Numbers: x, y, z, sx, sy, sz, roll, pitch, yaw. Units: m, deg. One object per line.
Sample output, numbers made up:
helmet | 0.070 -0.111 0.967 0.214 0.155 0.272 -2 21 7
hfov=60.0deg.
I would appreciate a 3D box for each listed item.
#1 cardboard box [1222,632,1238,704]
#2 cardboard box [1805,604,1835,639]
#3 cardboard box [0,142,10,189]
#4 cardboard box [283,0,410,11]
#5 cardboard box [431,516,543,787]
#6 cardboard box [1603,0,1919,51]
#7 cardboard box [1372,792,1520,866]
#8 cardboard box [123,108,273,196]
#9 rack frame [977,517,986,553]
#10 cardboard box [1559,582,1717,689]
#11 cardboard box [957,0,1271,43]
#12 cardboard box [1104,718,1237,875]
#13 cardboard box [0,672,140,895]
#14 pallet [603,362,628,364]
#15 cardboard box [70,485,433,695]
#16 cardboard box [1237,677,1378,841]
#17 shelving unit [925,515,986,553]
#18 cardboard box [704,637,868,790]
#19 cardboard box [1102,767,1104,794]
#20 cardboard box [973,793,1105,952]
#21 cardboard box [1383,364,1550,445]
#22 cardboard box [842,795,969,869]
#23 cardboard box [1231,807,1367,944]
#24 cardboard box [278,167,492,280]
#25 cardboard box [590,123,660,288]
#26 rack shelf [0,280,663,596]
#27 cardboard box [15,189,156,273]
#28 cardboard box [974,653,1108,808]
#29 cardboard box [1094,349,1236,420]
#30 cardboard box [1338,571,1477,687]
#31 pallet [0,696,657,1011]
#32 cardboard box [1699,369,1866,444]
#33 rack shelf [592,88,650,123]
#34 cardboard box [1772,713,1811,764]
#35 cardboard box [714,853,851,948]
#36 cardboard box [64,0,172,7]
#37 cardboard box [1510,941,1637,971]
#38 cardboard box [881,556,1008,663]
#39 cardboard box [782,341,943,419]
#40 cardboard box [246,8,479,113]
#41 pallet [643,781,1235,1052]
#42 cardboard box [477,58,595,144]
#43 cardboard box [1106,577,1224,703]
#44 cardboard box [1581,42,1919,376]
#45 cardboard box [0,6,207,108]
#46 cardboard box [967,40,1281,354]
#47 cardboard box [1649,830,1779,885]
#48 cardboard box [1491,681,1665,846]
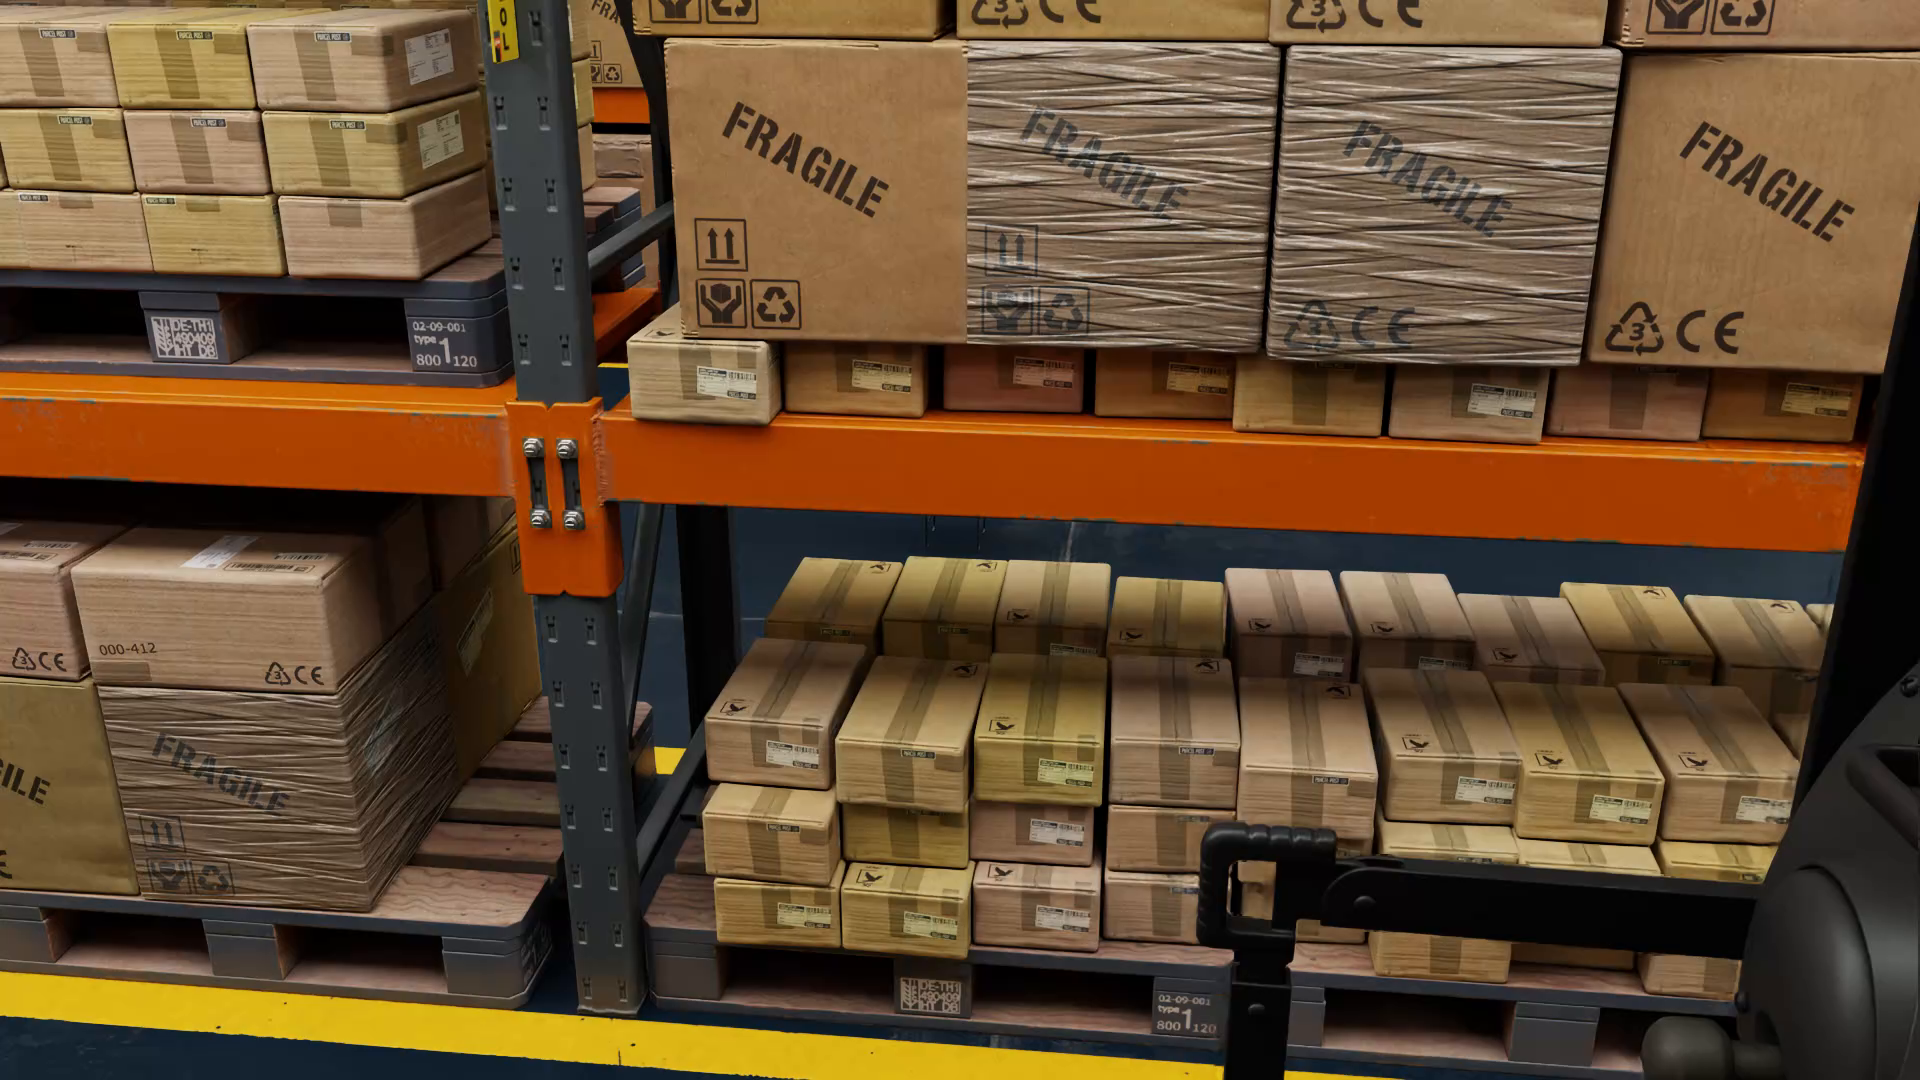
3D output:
cardboard box | 0.711 0.363 3.845 0.250 0.149 0.380 3 22 8
cardboard box | 2.042 0.284 3.639 0.250 0.149 0.380 1 22 4
cardboard box | -1.869 -0.785 3.211 0.250 0.149 0.380 2 22 5
cardboard box | -1.286 -1.140 3.705 0.250 0.149 0.380 3 22 8
cardboard box | -1.373 0.248 4.061 0.500 0.500 0.500 3 22 8
cardboard box | 1.271 -1.059 2.637 0.500 0.500 0.500 2 22 4
cardboard box | 0.941 0.577 3.301 0.250 0.149 0.380 2 22 6
cardboard box | -1.351 -0.763 3.156 0.250 0.149 0.380 3 22 7
rack frame | 0.076 -0.555 5.711 0.006 1.200 0.240 2 22 6
cardboard box | 1.512 0.240 3.749 0.250 0.149 0.380 3 22 7
cardboard box | 0.265 -1.115 2.778 0.500 0.500 0.500 2 22 5
cardboard box | 0.427 0.523 3.439 0.250 0.149 0.380 1 22 4
cardboard box | -1.945 0.415 3.640 0.500 0.500 0.500 2 22 5
pallet | -1.977 -1.158 8.581 1.213 0.211 1.003 2 22 6
cardboard box | -1.440 0.088 3.445 0.500 0.250 0.500 2 22 5
cardboard box | 0.675 0.425 3.283 0.250 0.149 0.380 3 22 7
shelving unit | -0.014 -0.559 5.721 0.189 1.200 0.258 2 22 6
cardboard box | -0.353 0.354 3.461 0.250 0.149 0.380 3 22 8
cardboard box | 0.277 0.463 3.996 0.250 0.149 0.380 2 22 5
cardboard box | 0.170 0.677 3.454 0.250 0.149 0.380 2 22 6
cardboard box | 0.885 -0.302 2.966 0.250 0.149 0.380 3 22 9
cardboard box | -0.087 0.513 3.465 0.250 0.149 0.380 3 22 7
cardboard box | 0.699 0.668 3.476 0.250 0.149 0.380 2 22 4
cardboard box | -1.088 -0.613 3.182 0.250 0.149 0.380 2 22 5
cardboard box | -1.512 -1.663 8.384 0.875 0.875 1.225 2 22 4
rack shelf | -2.657 -0.342 3.704 4.000 0.370 1.077 2 22 6
cardboard box | -1.594 -0.636 3.239 0.250 0.149 0.380 2 22 6
cardboard box | 0.170 0.381 3.394 0.250 0.149 0.380 2 22 6
cardboard box | 0.377 -0.351 3.090 0.250 0.149 0.380 2 22 4
cardboard box | 1.017 0.214 3.817 0.250 0.149 0.380 2 22 4
pallet | -1.444 0.674 3.949 1.213 0.211 1.003 2 22 6
cardboard box | 1.410 -0.304 2.972 0.250 0.149 0.380 3 22 7
rack shelf | -1.973 -2.149 8.273 4.000 0.370 1.077 2 22 6
cardboard box | 1.708 0.484 3.133 0.250 0.149 0.380 3 22 8
cardboard box | -0.347 0.673 3.463 0.250 0.149 0.380 2 22 4
cardboard box | -1.787 -1.164 3.765 0.250 0.149 0.380 2 22 6
cardboard box | 1.216 0.698 3.400 0.250 0.149 0.380 3 22 8
cardboard box | -0.028 0.181 3.900 0.250 0.149 0.380 3 22 7
cardboard box | -0.163 -0.357 3.106 0.250 0.149 0.380 3 22 8
cardboard box | -1.092 -0.891 3.076 0.250 0.149 0.380 3 22 9
pallet | 0.000 0.723 3.824 1.213 0.211 1.003 2 22 6
cardboard box | -1.008 -0.992 3.735 0.250 0.149 0.380 3 22 7
cardboard box | 0.468 0.229 3.779 0.250 0.149 0.380 3 22 8
cardboard box | 1.315 -0.595 2.825 0.500 0.500 0.500 4 22 9
cardboard box | -1.616 -0.914 3.134 0.250 0.149 0.380 2 22 5
cardboard box | 0.284 -0.643 2.945 0.500 0.500 0.500 2 22 6
cardboard box | 1.459 0.599 3.246 0.250 0.149 0.380 4 22 9
cardboard box | 1.196 0.431 3.266 0.250 0.149 0.380 3 22 7
